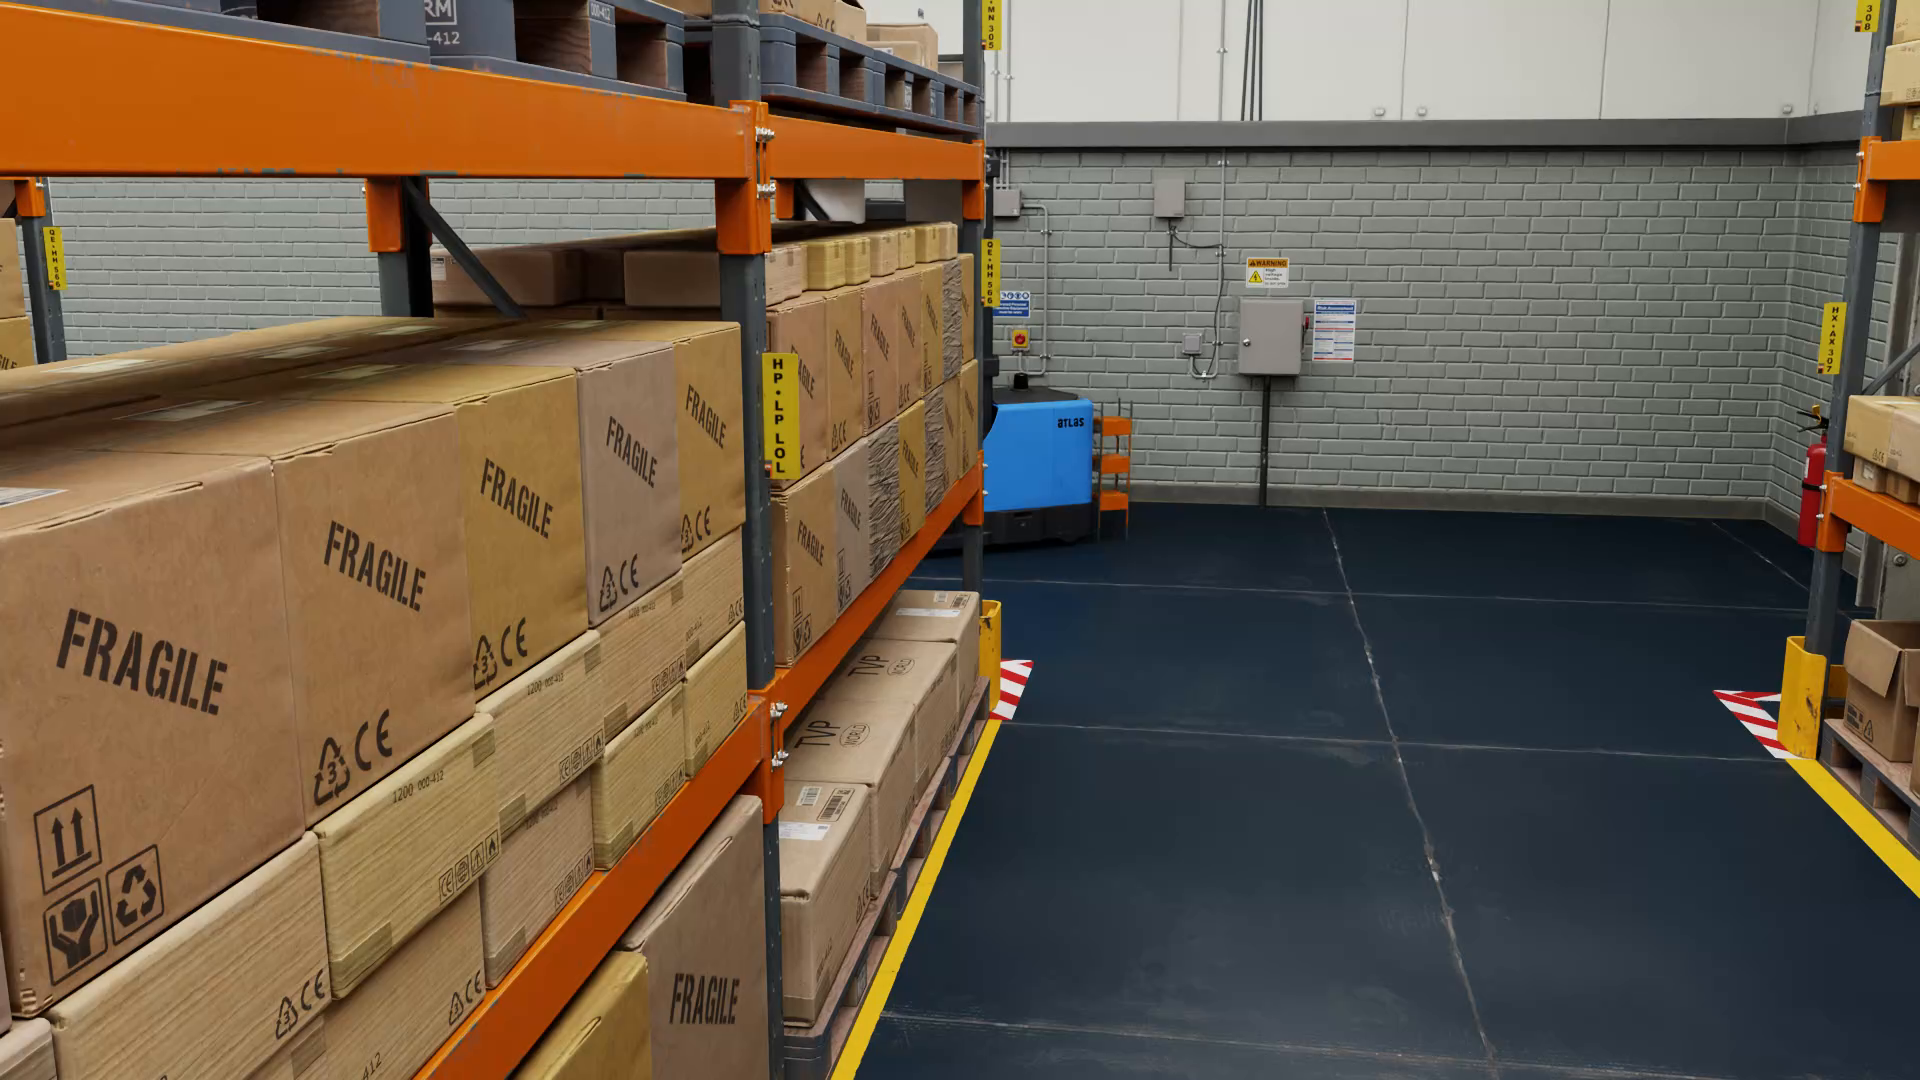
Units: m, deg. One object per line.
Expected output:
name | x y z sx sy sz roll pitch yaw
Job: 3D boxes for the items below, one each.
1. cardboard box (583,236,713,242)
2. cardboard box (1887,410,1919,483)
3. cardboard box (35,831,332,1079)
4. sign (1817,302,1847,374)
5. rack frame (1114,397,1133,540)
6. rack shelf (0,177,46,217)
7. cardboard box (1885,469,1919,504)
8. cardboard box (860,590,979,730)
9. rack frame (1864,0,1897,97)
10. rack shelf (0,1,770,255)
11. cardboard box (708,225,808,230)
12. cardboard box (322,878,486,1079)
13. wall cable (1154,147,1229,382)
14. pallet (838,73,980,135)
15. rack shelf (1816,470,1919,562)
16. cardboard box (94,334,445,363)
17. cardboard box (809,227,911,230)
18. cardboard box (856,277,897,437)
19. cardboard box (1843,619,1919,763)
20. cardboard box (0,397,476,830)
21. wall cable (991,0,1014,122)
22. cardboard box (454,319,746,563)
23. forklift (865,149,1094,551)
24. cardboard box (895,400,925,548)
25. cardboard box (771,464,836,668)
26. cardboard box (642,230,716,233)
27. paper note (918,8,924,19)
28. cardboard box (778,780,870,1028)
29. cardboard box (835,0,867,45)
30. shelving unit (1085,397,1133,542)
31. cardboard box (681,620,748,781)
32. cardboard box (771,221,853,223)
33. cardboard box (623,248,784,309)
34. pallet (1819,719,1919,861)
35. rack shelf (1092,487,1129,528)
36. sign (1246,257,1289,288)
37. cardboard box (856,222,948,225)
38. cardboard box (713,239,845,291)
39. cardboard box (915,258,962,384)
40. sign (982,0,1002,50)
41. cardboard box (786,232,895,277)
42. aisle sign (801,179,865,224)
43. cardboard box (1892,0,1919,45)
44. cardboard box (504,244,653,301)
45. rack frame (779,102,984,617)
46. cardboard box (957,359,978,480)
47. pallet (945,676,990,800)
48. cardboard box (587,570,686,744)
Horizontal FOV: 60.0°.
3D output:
cardboard box | -1.049 -0.945 5.609 0.380 0.149 0.250 2 12 8
cardboard box | 4.105 -0.361 6.697 0.500 0.250 0.500 2 12 9
cardboard box | -1.126 0.547 2.006 0.500 0.250 0.500 2 12 8
sign | 3.982 -0.920 7.587 0.100 0.325 0.005 2 12 9
rack frame | 1.224 -0.534 12.473 0.008 1.050 0.200 -4 13 -23
rack shelf | -5.601 -1.477 6.814 1.077 0.370 4.000 2 12 9
cardboard box | 4.203 -0.242 7.094 0.380 0.149 0.250 2 12 10
cardboard box | -0.390 0.549 7.913 0.875 0.438 0.875 1 12 7
rack frame | 4.518 -3.412 6.965 1.000 3.000 0.127 2 12 9
rack shelf | -1.310 -0.505 2.304 1.077 0.370 4.000 2 12 9
cardboard box | -0.861 -1.266 7.099 0.380 0.149 0.250 1 12 7
cardboard box | -1.073 0.686 2.544 0.500 0.250 0.500 2 12 9
wall cable | 1.860 -2.267 13.481 0.588 1.984 0.122 2 12 9
pallet | -0.491 -1.907 7.315 1.003 0.211 1.213 2 12 9
rack shelf | 4.211 0.289 5.741 1.077 0.370 4.000 2 12 9
cardboard box | -1.405 -0.155 3.483 0.500 0.500 0.500 2 12 8
cardboard box | -0.406 -1.199 6.789 0.380 0.149 0.250 2 12 8
cardboard box | -0.516 -0.647 5.764 0.500 0.500 0.500 2 12 10
cardboard box | 4.331 0.660 7.239 0.797 0.503 0.637 1 12 6
cardboard box | -1.057 0.078 2.401 0.500 0.500 0.500 2 12 10
wall cable | 0.209 -4.765 13.244 0.463 3.000 0.029 2 12 9
cardboard box | -0.823 -0.243 3.891 0.500 0.500 0.500 2 12 10
forklift | -0.573 -1.382 11.948 3.031 2.935 1.130 -5 13 -22
cardboard box | -0.428 -0.260 6.342 0.500 0.500 0.500 2 12 10
cardboard box | -0.671 0.055 4.879 0.500 0.500 0.500 2 12 11
cardboard box | -0.995 -1.108 6.362 0.380 0.149 0.250 2 12 7
paper note | -0.135 -1.857 5.862 0.006 0.032 0.123 2 12 9
cardboard box | -0.800 1.113 5.292 0.875 0.438 0.875 2 12 8
cardboard box | -0.667 -2.006 6.540 0.500 0.311 0.500 2 12 10
shelving unit | 1.112 -0.525 12.426 0.252 1.050 0.215 -4 13 -23
cardboard box | -0.822 0.368 4.020 0.500 0.250 0.500 2 12 7
cardboard box | -0.715 -1.429 7.854 0.380 0.149 0.250 2 12 10
cardboard box | -0.697 -0.719 4.557 0.380 0.149 0.250 2 12 8
pallet | 4.385 1.066 7.047 1.003 0.211 1.213 2 12 9
rack shelf | 1.107 -0.244 12.487 0.240 0.259 0.215 -4 13 -23
sign | 2.488 -2.164 13.454 0.339 0.242 0.001 2 12 9
cardboard box | -0.260 -1.359 7.530 0.380 0.149 0.250 2 12 10
cardboard box | -0.577 -0.877 5.292 0.380 0.149 0.250 2 12 8
cardboard box | -0.277 -0.959 7.213 0.500 0.500 0.500 2 12 9
sign | 0.147 -2.479 7.844 0.100 0.325 0.005 2 12 9
cardboard box | -0.444 -1.035 6.026 0.380 0.149 0.250 2 12 9
aisle sign | -0.662 -1.934 8.179 0.394 0.787 0.004 2 12 9
cardboard box | 4.202 -2.178 6.822 0.500 0.250 0.500 2 12 8
cardboard box | -1.121 -0.787 4.875 0.380 0.149 0.250 2 12 10
rack frame | -0.387 -0.639 8.339 1.000 3.000 0.127 2 12 9
cardboard box | -0.200 -0.579 7.823 0.500 0.500 0.500 2 12 9
pallet | -0.433 0.893 7.849 1.003 0.211 1.213 2 12 9
cardboard box | -0.899 0.226 3.493 0.500 0.250 0.500 2 12 10
